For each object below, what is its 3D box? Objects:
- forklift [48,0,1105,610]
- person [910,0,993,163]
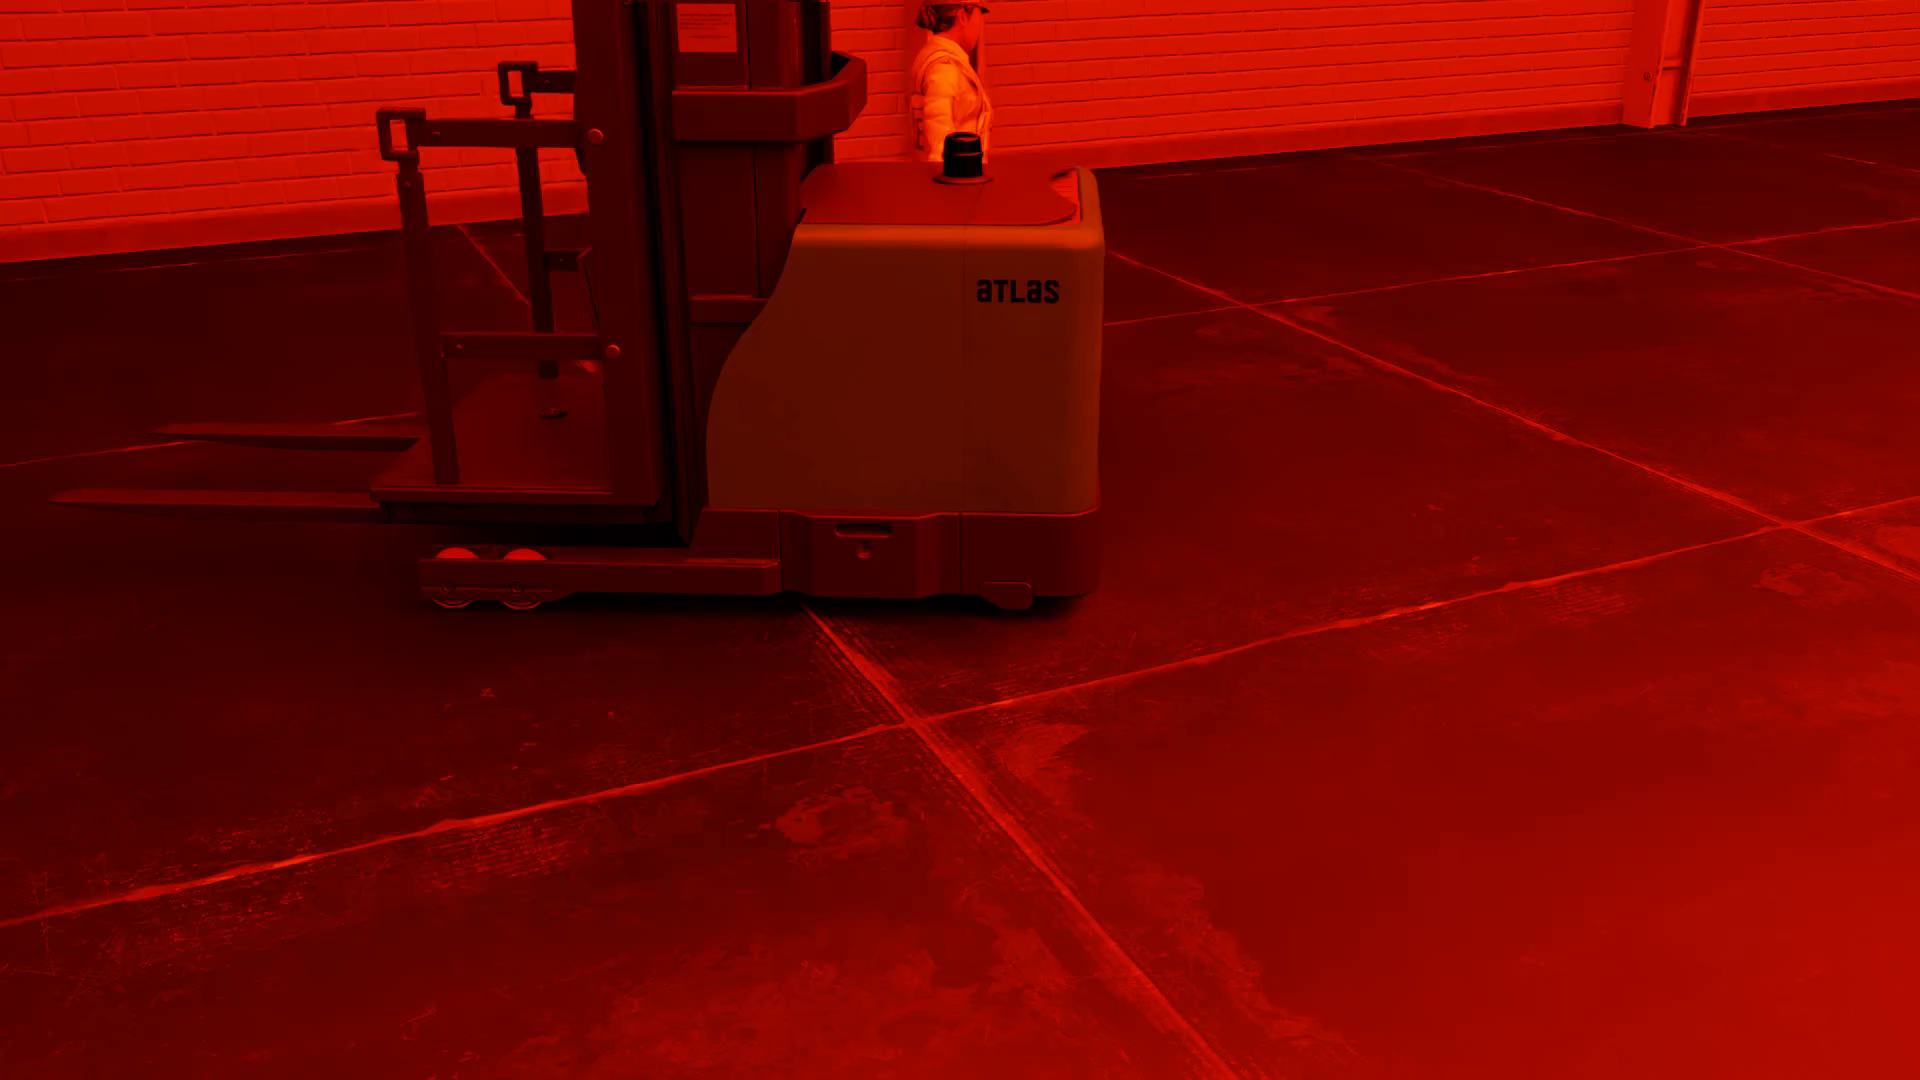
[{"bbox_3d":[-1.107,-1.360,4.559,3.031,2.935,1.130,1,23,3],"label":"forklift"},{"bbox_3d":[-0.092,-1.112,5.733,0.434,1.600,0.799,-1,23,-4],"label":"person"}]
